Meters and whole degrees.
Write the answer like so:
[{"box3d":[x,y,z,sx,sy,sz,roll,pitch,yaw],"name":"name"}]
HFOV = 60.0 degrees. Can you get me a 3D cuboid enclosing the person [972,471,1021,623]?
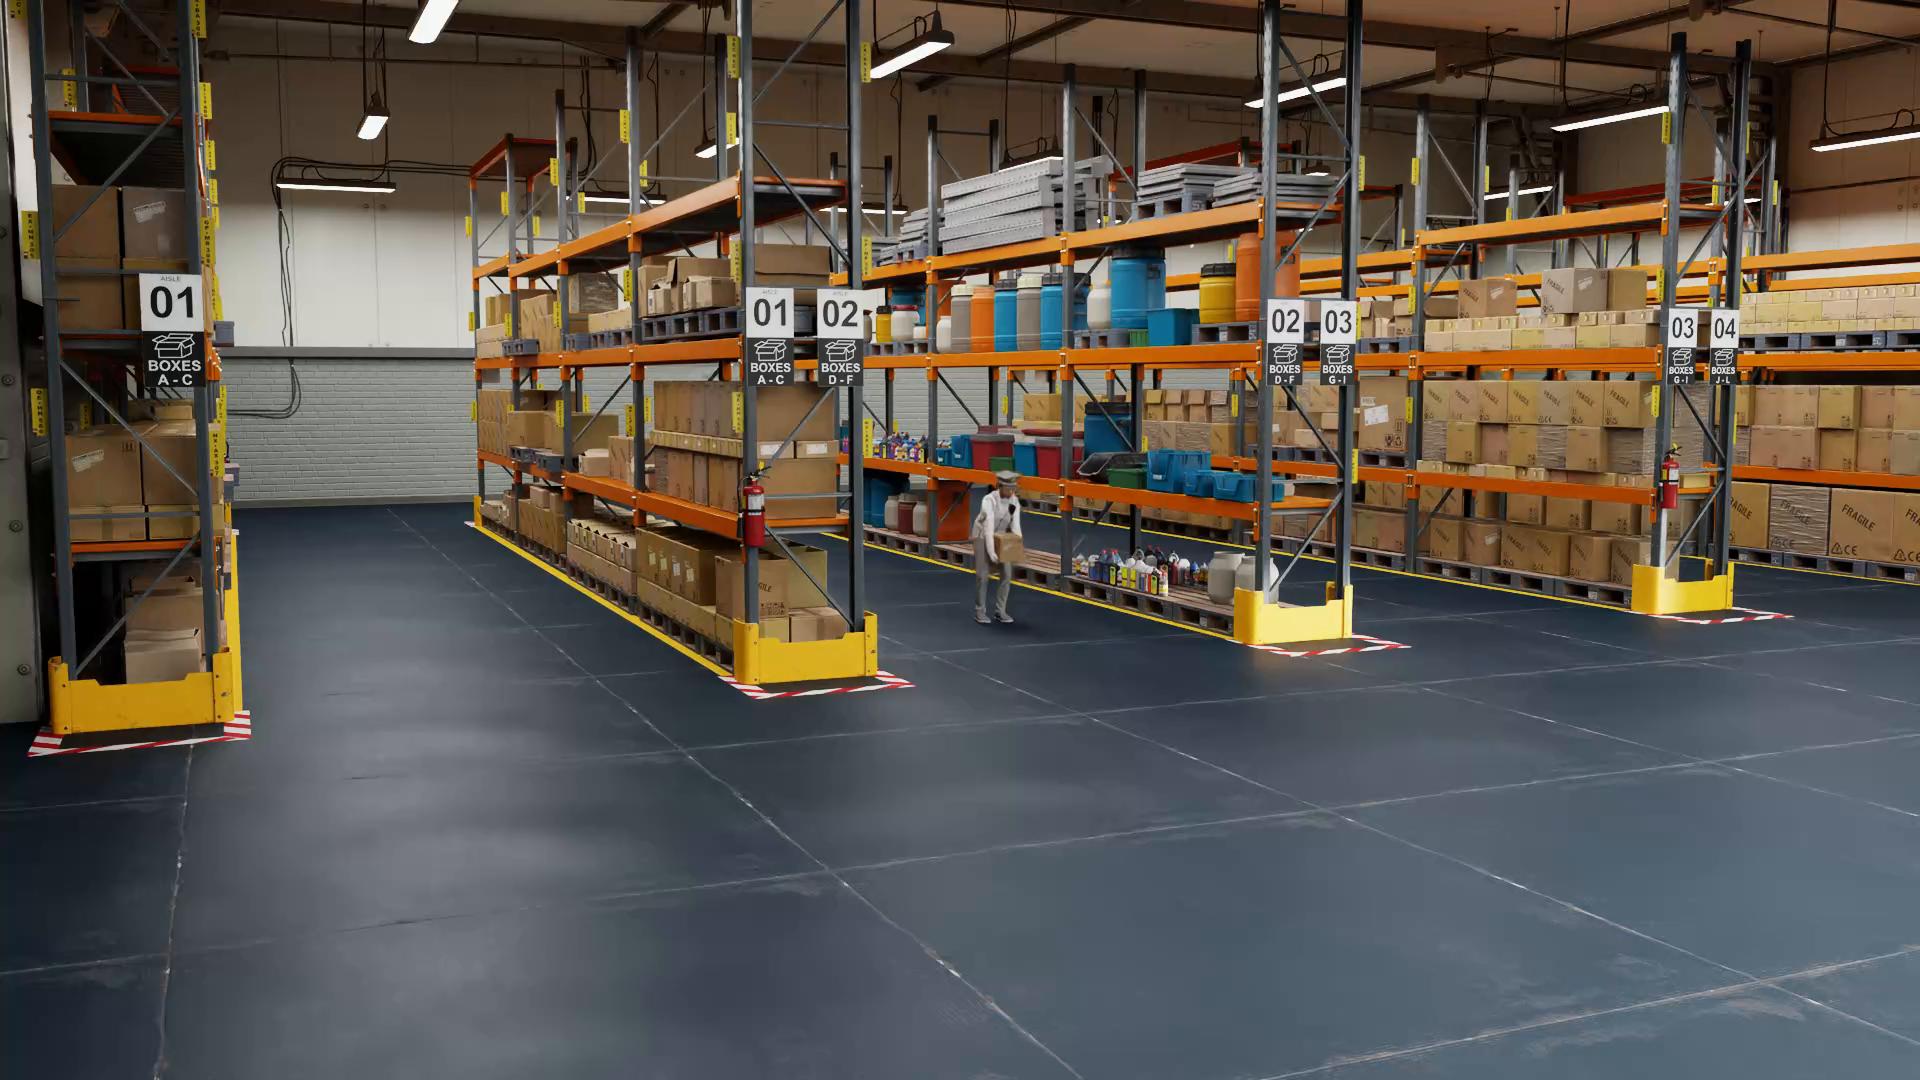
[{"box3d":[0.389,0.073,16.874,0.413,1.552,0.647,-3,6,-25],"name":"person"}]
